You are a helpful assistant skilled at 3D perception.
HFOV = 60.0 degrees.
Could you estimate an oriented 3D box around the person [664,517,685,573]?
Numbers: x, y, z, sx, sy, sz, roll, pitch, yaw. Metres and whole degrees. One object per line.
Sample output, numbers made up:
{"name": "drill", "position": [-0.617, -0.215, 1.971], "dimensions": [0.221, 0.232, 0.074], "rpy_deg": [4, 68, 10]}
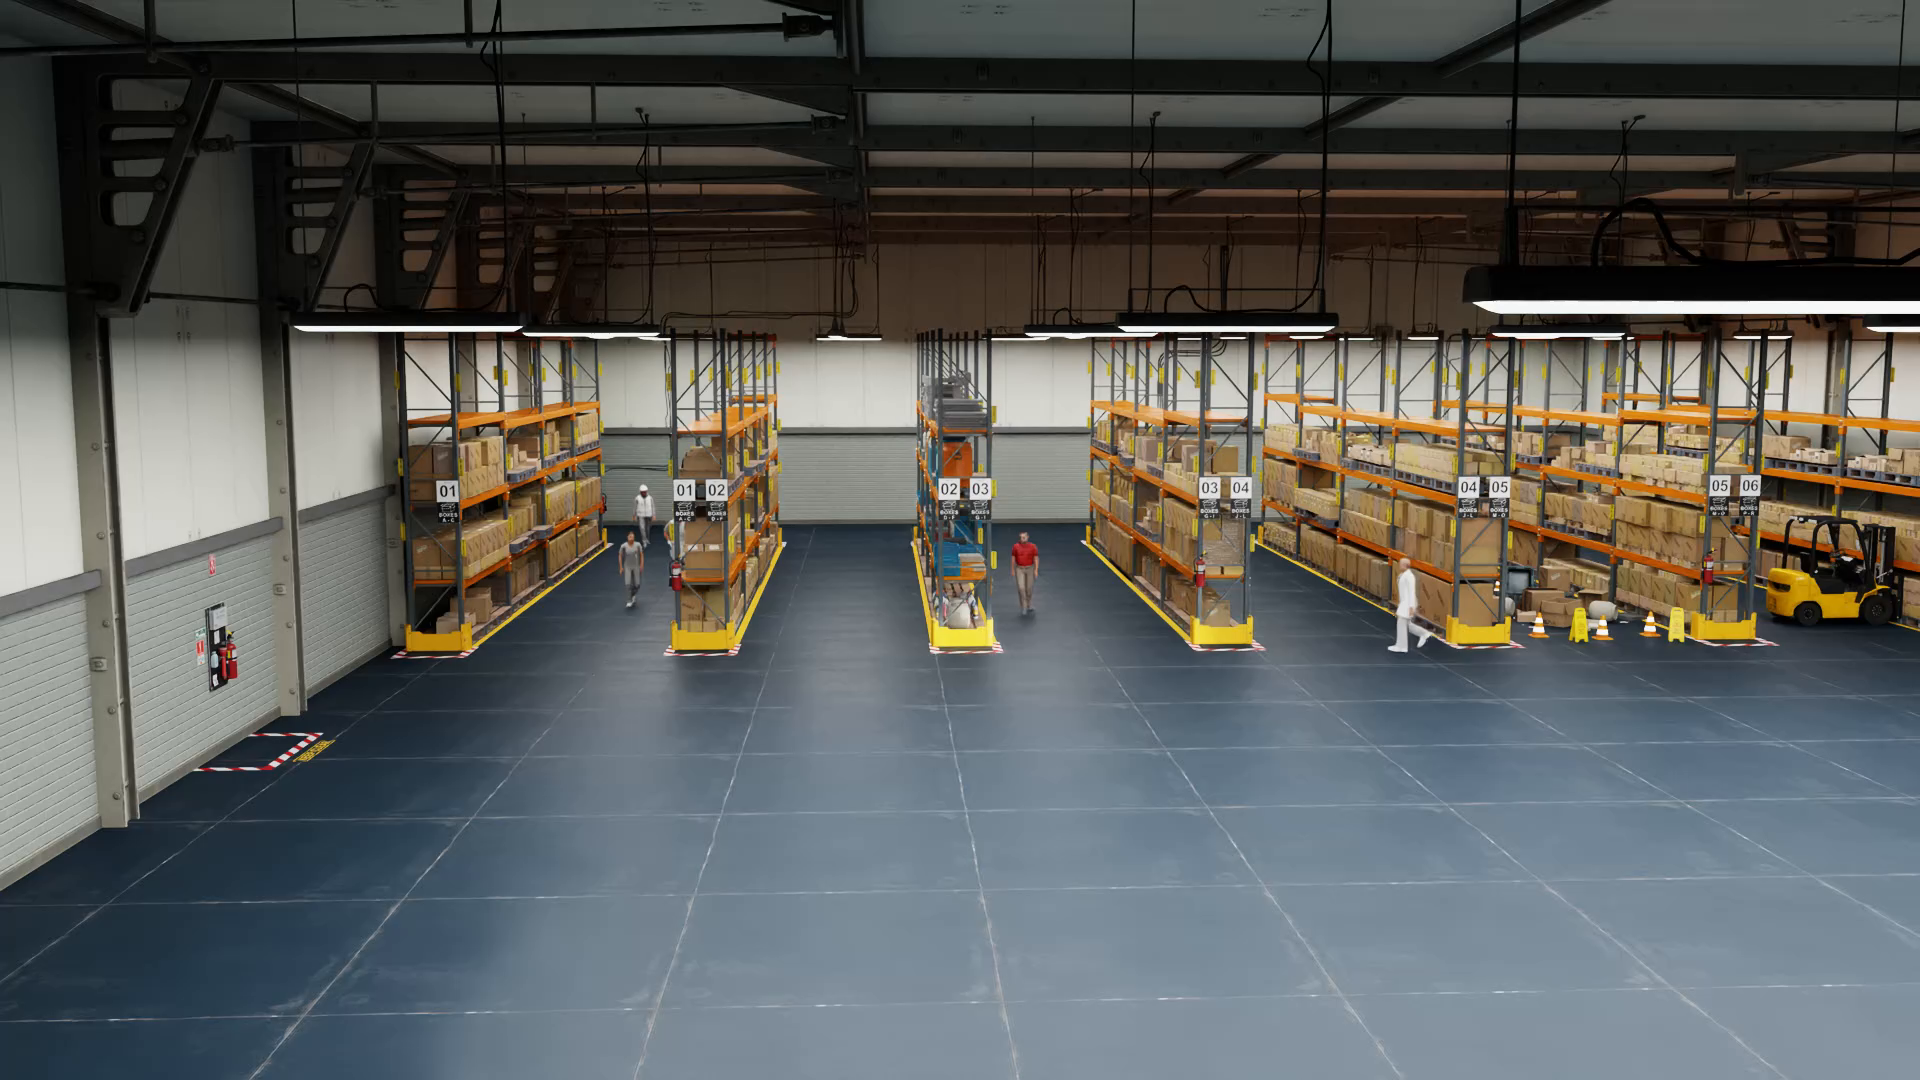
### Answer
{"name": "person", "position": [-6.930, 0.087, 40.824], "dimensions": [0.635, 1.680, 0.649], "rpy_deg": [1, 7, 6]}

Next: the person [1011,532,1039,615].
{"name": "person", "position": [1.402, 0.709, 35.565], "dimensions": [0.570, 1.786, 0.692], "rpy_deg": [-1, 7, -5]}

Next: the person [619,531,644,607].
{"name": "person", "position": [-7.227, 0.612, 36.540], "dimensions": [0.534, 1.654, 0.600], "rpy_deg": [-2, 7, -16]}

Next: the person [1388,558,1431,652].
{"name": "person", "position": [8.390, 1.199, 30.938], "dimensions": [0.837, 1.758, 0.592], "rpy_deg": [0, 7, 1]}

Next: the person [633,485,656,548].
{"name": "person", "position": [-8.898, -0.689, 46.952], "dimensions": [0.610, 1.719, 1.003], "rpy_deg": [-3, 7, -23]}
